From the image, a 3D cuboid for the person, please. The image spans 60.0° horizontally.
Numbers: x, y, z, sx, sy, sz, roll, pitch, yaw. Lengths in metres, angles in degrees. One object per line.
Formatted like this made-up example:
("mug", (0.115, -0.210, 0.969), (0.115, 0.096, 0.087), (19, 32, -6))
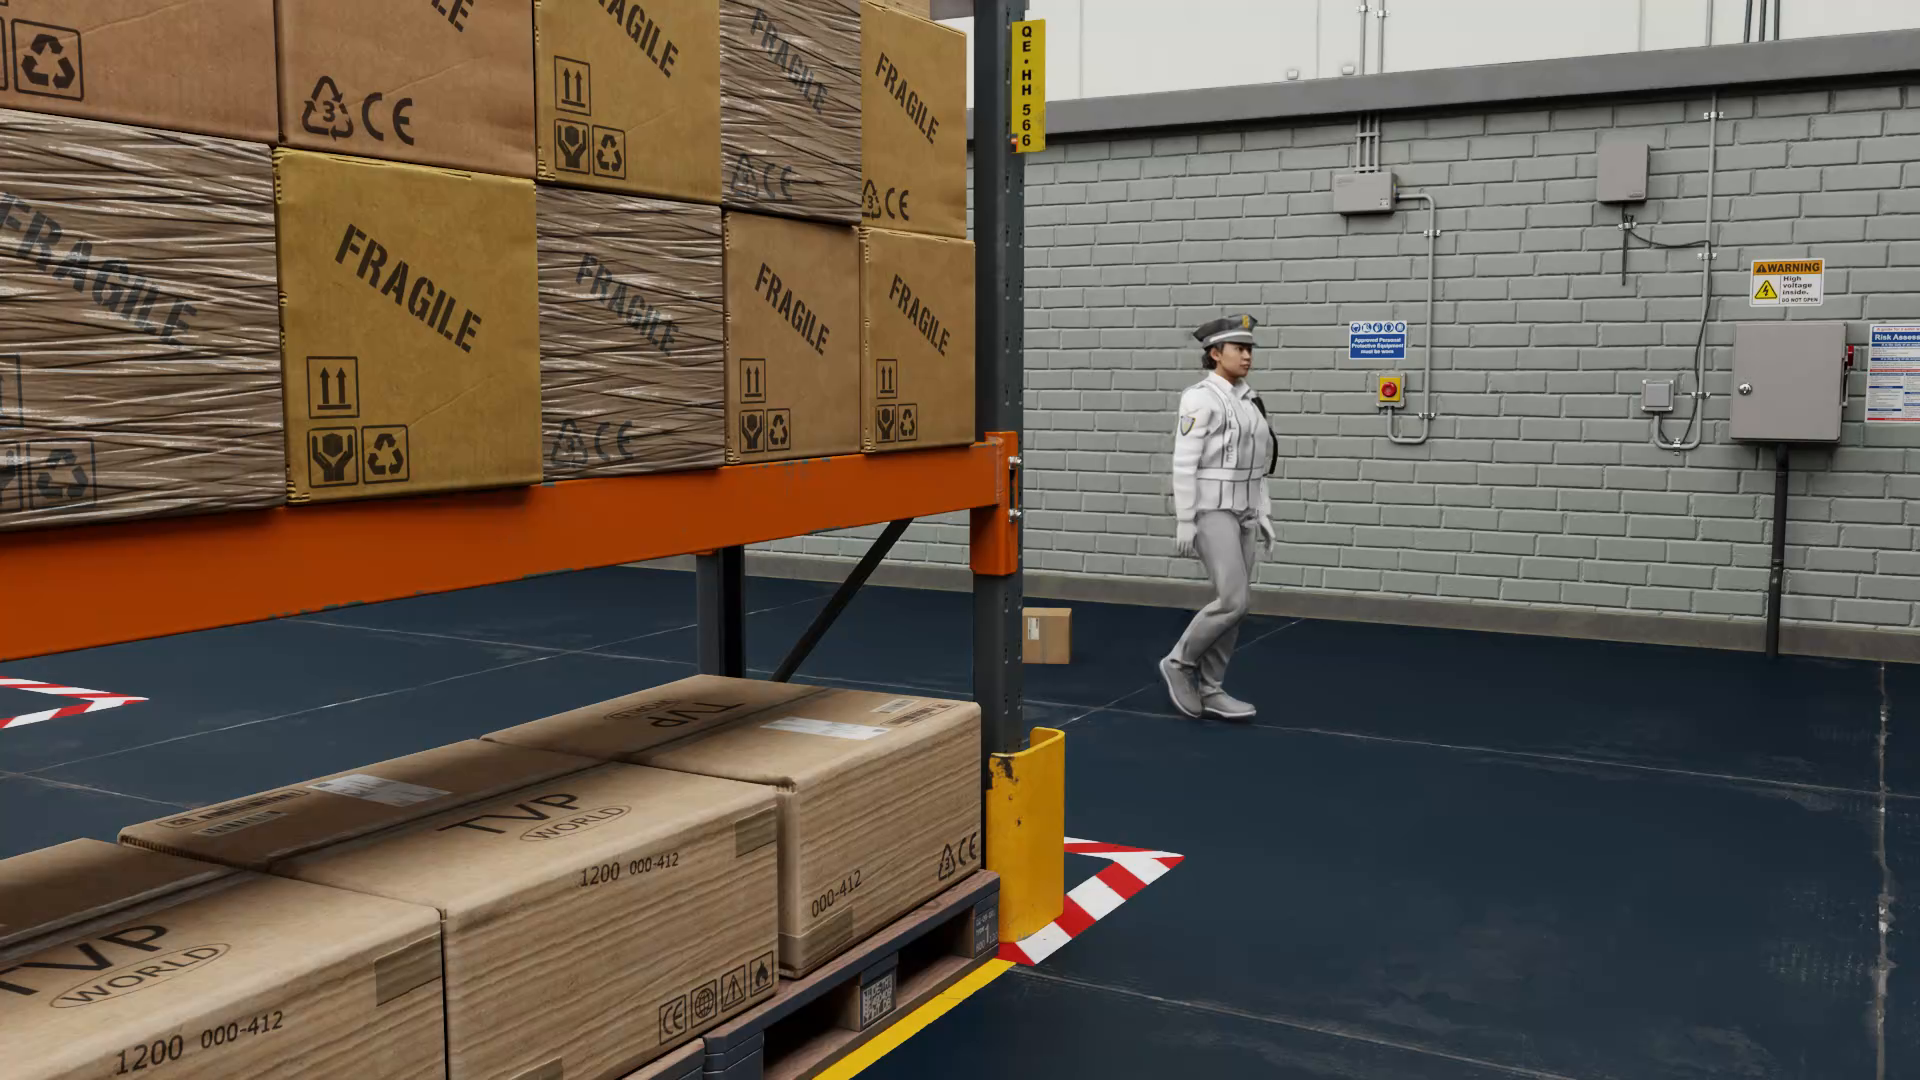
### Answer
("person", (1.086, -0.095, 6.911), (0.435, 1.682, 0.492), (5, 8, 41))
